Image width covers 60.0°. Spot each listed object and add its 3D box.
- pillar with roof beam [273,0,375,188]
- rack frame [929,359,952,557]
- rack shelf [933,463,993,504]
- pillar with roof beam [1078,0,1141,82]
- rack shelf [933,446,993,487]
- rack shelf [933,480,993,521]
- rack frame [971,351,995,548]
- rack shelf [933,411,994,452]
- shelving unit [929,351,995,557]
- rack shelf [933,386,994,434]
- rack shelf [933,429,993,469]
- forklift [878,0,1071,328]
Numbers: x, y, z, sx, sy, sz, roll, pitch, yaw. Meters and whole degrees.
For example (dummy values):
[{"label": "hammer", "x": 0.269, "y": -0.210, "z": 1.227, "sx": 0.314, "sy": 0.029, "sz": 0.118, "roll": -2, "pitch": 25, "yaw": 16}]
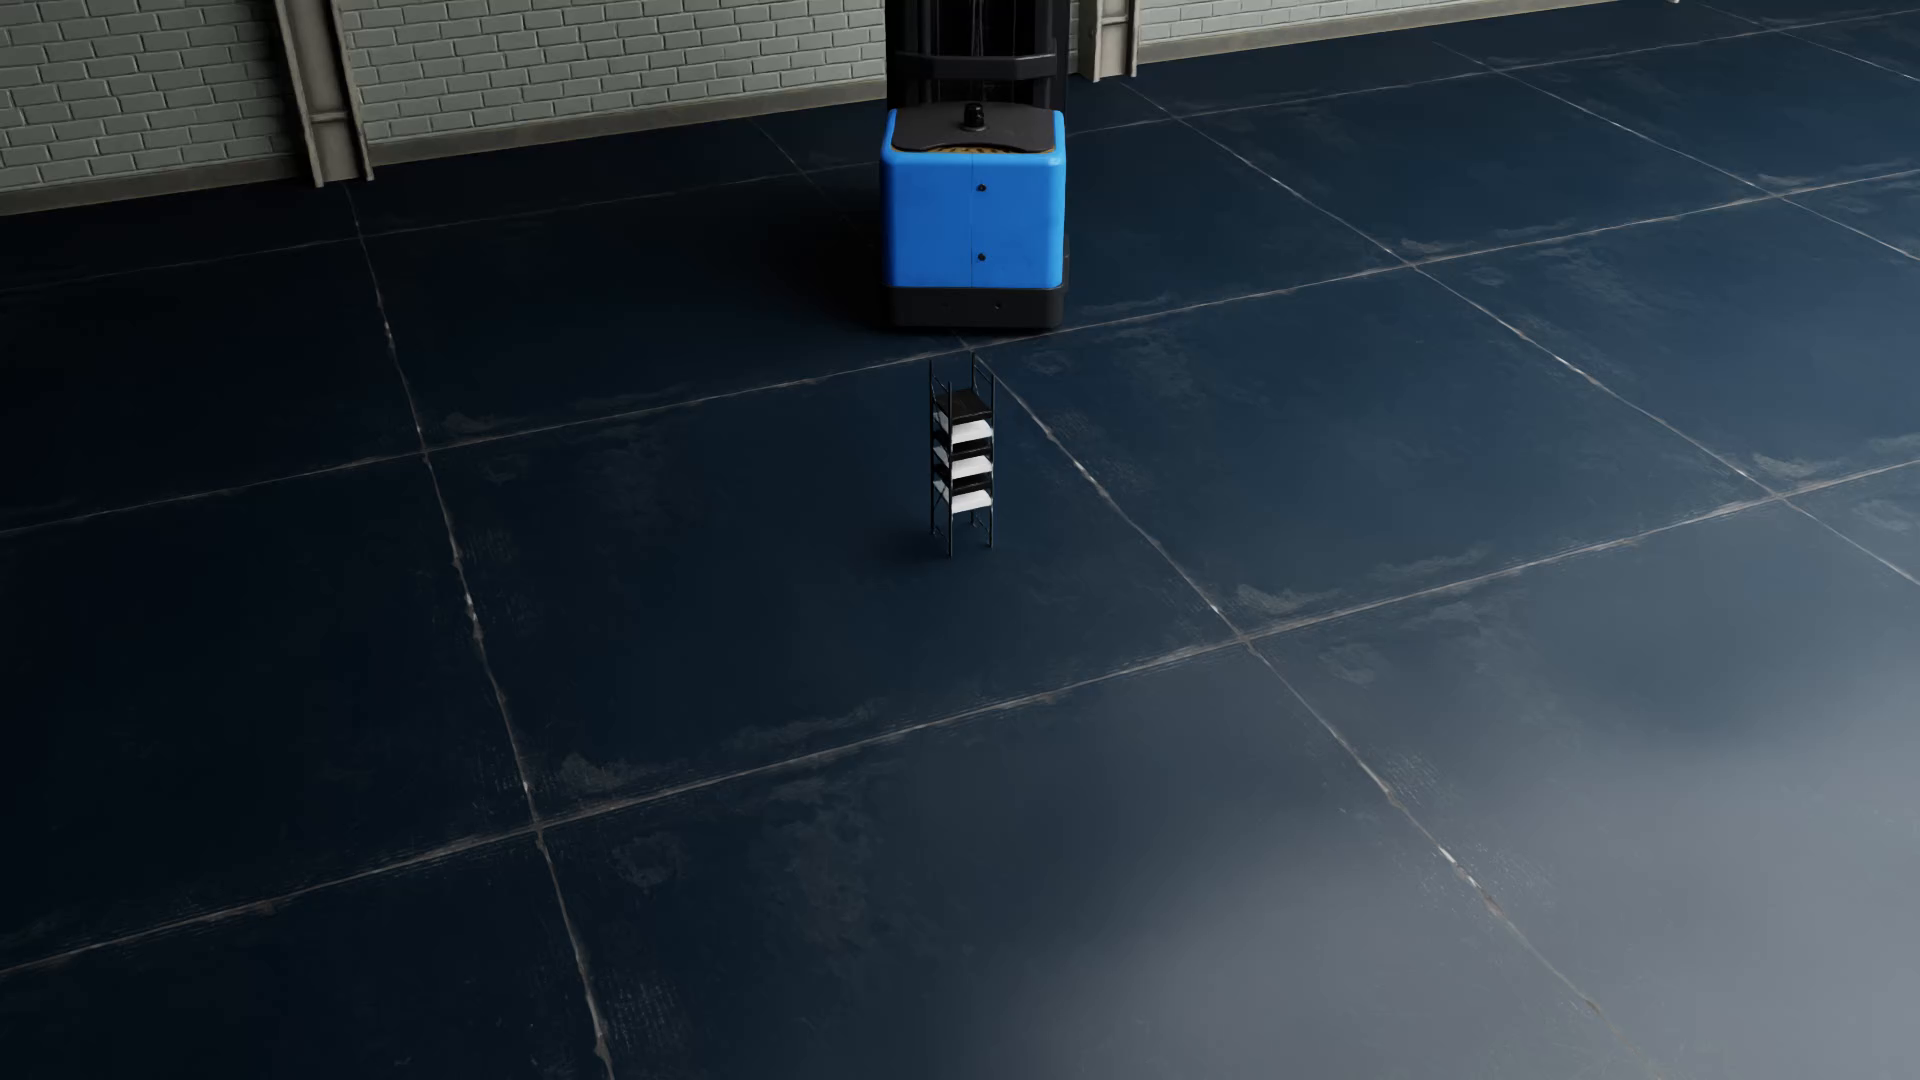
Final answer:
[{"label": "pillar with roof beam", "x": -2.665, "y": -4.159, "z": 5.891, "sx": 0.400, "sy": 9.000, "sz": 9.100, "roll": -13, "pitch": 35, "yaw": -19}, {"label": "rack frame", "x": -0.086, "y": -0.357, "z": 7.474, "sx": 0.006, "sy": 0.900, "sz": 0.240, "roll": -13, "pitch": 35, "yaw": -19}, {"label": "rack shelf", "x": 0.007, "y": -0.276, "z": 7.574, "sx": 0.200, "sy": 0.077, "sz": 0.258, "roll": -13, "pitch": 35, "yaw": -19}, {"label": "pillar with roof beam", "x": 2.867, "y": -5.426, "z": 7.838, "sx": 0.400, "sy": 9.000, "sz": 9.100, "roll": -13, "pitch": 35, "yaw": -19}, {"label": "rack shelf", "x": 0.007, "y": -0.351, "z": 7.525, "sx": 0.200, "sy": 0.077, "sz": 0.258, "roll": -13, "pitch": 35, "yaw": -19}, {"label": "rack shelf", "x": 0.007, "y": -0.200, "z": 7.624, "sx": 0.200, "sy": 0.077, "sz": 0.258, "roll": -13, "pitch": 35, "yaw": -19}, {"label": "rack frame", "x": 0.101, "y": -0.400, "z": 7.540, "sx": 0.006, "sy": 0.900, "sz": 0.240, "roll": -13, "pitch": 35, "yaw": -19}, {"label": "rack shelf", "x": 0.007, "y": -0.502, "z": 7.427, "sx": 0.200, "sy": 0.077, "sz": 0.258, "roll": -13, "pitch": 35, "yaw": -19}, {"label": "shelving unit", "x": 0.007, "y": -0.379, "z": 7.507, "sx": 0.210, "sy": 0.900, "sz": 0.258, "roll": -13, "pitch": 35, "yaw": -19}, {"label": "rack shelf", "x": 0.008, "y": -0.577, "z": 7.378, "sx": 0.200, "sy": 0.077, "sz": 0.258, "roll": -13, "pitch": 35, "yaw": -19}, {"label": "rack shelf", "x": 0.007, "y": -0.426, "z": 7.476, "sx": 0.200, "sy": 0.077, "sz": 0.258, "roll": -13, "pitch": 35, "yaw": -19}, {"label": "forklift", "x": 0.111, "y": -3.208, "z": 9.992, "sx": 1.130, "sy": 2.935, "sz": 3.031, "roll": 1, "pitch": 33, "yaw": 1}]
